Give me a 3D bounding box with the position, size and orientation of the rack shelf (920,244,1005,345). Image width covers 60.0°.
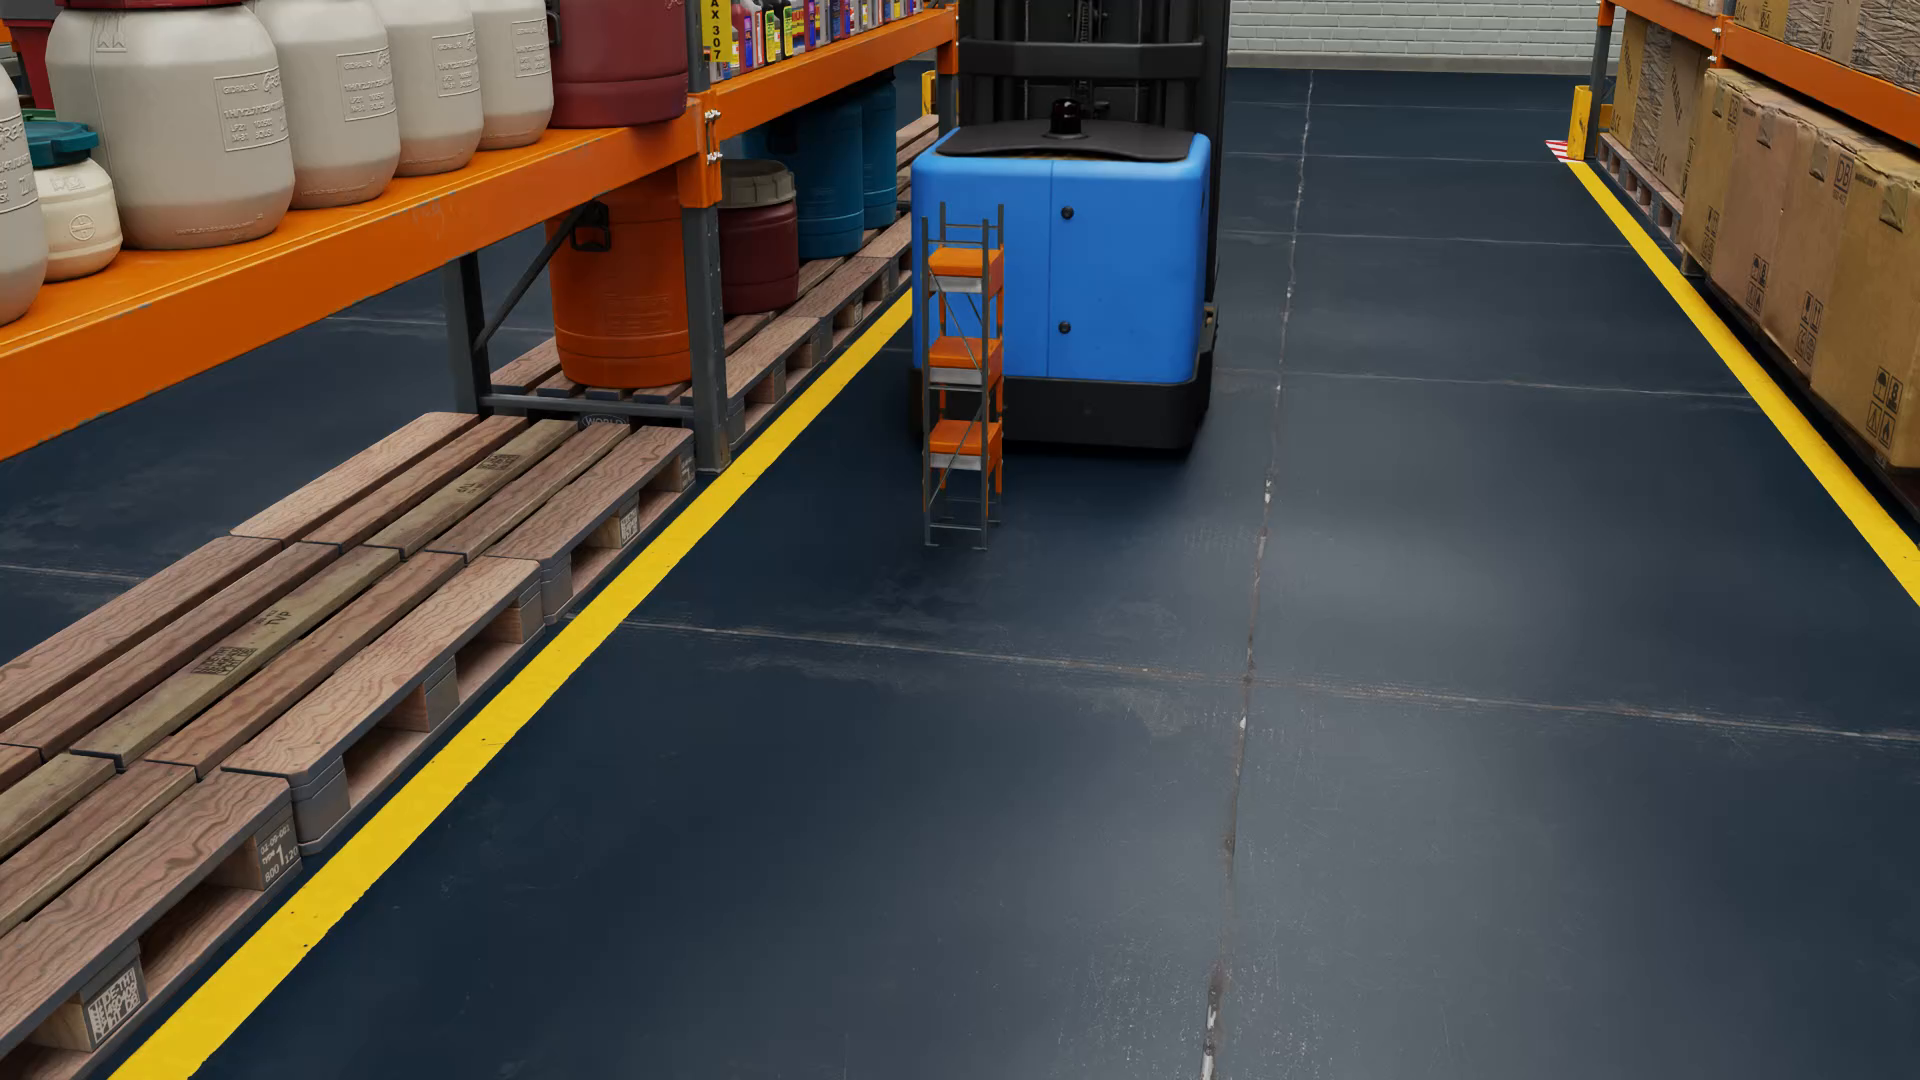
[{"bbox_3d":[0.011,-0.760,5.104,0.215,0.259,0.240,4,22,11],"label":"rack shelf"}]

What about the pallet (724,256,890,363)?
[{"bbox_3d":[-0.959,-1.123,7.859,1.003,0.211,1.213,4,22,11],"label":"pallet"}]

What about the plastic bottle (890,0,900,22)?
[{"bbox_3d":[-0.381,-2.759,8.254,0.144,0.351,0.185,4,22,11],"label":"plastic bottle"}]

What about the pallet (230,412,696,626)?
[{"bbox_3d":[-1.526,-0.106,5.334,1.003,0.211,1.213,4,22,11],"label":"pallet"}]

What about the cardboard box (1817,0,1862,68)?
[{"bbox_3d":[3.692,-2.106,6.434,0.500,0.500,0.500,5,22,12],"label":"cardboard box"}]

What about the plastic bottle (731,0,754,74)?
[{"bbox_3d":[-0.814,-1.876,6.153,0.061,0.283,0.133,4,22,11],"label":"plastic bottle"}]

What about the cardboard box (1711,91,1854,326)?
[{"bbox_3d":[4.042,-1.412,7.126,1.225,0.875,0.875,4,22,9],"label":"cardboard box"}]

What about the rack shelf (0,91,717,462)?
[{"bbox_3d":[-1.738,-0.615,3.828,1.077,0.370,4.000,4,22,11],"label":"rack shelf"}]

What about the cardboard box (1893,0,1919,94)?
[{"bbox_3d":[3.484,-1.730,5.500,0.500,0.500,0.500,4,22,10],"label":"cardboard box"}]

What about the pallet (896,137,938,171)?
[{"bbox_3d":[-0.155,-2.569,11.449,1.003,0.211,1.213,4,22,11],"label":"pallet"}]

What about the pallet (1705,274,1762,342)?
[{"bbox_3d":[4.251,-1.184,8.010,1.003,0.211,1.213,4,22,11],"label":"pallet"}]

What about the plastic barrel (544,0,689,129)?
[{"bbox_3d":[-1.128,-1.550,5.005,0.600,0.536,0.708,4,22,11],"label":"plastic barrel"}]

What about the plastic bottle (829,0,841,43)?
[{"bbox_3d":[-0.606,-2.356,7.254,0.144,0.351,0.185,4,22,11],"label":"plastic bottle"}]

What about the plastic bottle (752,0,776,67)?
[{"bbox_3d":[-0.759,-1.974,6.396,0.061,0.283,0.133,4,22,11],"label":"plastic bottle"}]

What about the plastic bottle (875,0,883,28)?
[{"bbox_3d":[-0.455,-2.598,7.956,0.152,0.276,0.135,4,22,11],"label":"plastic bottle"}]

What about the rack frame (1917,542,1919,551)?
[{"bbox_3d":[3.519,-1.302,4.572,1.000,3.000,0.127,4,22,11],"label":"rack frame"}]

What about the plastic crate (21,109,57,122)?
[{"bbox_3d":[-2.067,-0.777,3.552,0.450,0.188,0.662,4,22,11],"label":"plastic crate"}]

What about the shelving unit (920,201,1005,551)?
[{"bbox_3d":[0.011,-0.507,5.206,0.215,1.050,0.252,4,22,11],"label":"shelving unit"}]

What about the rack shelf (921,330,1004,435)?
[{"bbox_3d":[0.011,-0.497,5.210,0.215,0.259,0.240,4,22,11],"label":"rack shelf"}]

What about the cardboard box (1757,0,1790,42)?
[{"bbox_3d":[3.895,-2.478,7.359,0.500,0.500,0.500,4,22,11],"label":"cardboard box"}]

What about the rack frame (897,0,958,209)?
[{"bbox_3d":[-0.514,-3.143,9.142,1.000,3.000,0.127,4,22,11],"label":"rack frame"}]

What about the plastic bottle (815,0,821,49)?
[{"bbox_3d":[-0.639,-2.217,7.014,0.097,0.271,0.097,0,22,0],"label":"plastic bottle"}]

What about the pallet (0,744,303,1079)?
[{"bbox_3d":[-2.024,0.786,3.119,1.003,0.211,1.213,4,22,11],"label":"pallet"}]

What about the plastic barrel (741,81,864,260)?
[{"bbox_3d":[-0.786,-1.908,8.322,0.600,0.901,0.708,4,22,11],"label":"plastic barrel"}]

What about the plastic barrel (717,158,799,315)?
[{"bbox_3d":[-1.017,-1.349,7.355,0.600,0.588,0.708,4,22,11],"label":"plastic barrel"}]

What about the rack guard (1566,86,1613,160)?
[{"bbox_3d":[5.156,-3.077,12.325,1.175,0.500,0.348,4,22,11],"label":"rack guard"}]

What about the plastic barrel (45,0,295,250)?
[{"bbox_3d":[-1.587,-0.882,3.345,0.433,0.535,0.433,0,22,0],"label":"plastic barrel"}]

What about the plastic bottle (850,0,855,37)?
[{"bbox_3d":[-0.527,-2.385,7.527,0.097,0.201,0.097,0,22,0],"label":"plastic bottle"}]

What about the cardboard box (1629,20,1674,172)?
[{"bbox_3d":[4.913,-2.864,10.733,0.875,0.875,0.875,4,22,11],"label":"cardboard box"}]

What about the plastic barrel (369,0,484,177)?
[{"bbox_3d":[-1.417,-1.185,4.132,0.421,0.512,0.421,0,22,0],"label":"plastic barrel"}]

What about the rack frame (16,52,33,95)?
[{"bbox_3d":[-5.362,-3.522,10.083,1.000,3.000,0.127,4,22,11],"label":"rack frame"}]

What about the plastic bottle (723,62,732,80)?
[{"bbox_3d":[-0.875,-1.794,5.965,0.097,0.271,0.097,0,22,0],"label":"plastic bottle"}]

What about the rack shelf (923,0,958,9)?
[{"bbox_3d":[-0.106,-3.541,11.092,1.077,0.370,4.000,4,22,11],"label":"rack shelf"}]

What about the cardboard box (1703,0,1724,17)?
[{"bbox_3d":[4.076,-2.785,8.590,0.380,0.149,0.250,5,22,11],"label":"cardboard box"}]

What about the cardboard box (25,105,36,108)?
[{"bbox_3d":[-5.182,-2.364,9.965,0.500,0.500,0.500,4,22,11],"label":"cardboard box"}]

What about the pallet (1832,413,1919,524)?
[{"bbox_3d":[3.753,-0.291,5.795,1.003,0.211,1.213,4,22,11],"label":"pallet"}]

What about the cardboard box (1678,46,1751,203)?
[{"bbox_3d":[4.548,-2.210,9.107,0.875,0.875,0.875,4,22,11],"label":"cardboard box"}]

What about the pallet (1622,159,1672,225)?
[{"bbox_3d":[4.813,-2.191,10.512,1.003,0.211,1.213,4,22,11],"label":"pallet"}]

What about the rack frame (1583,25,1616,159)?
[{"bbox_3d":[5.151,-4.228,11.837,1.000,3.000,0.127,4,22,11],"label":"rack frame"}]

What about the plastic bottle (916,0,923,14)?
[{"bbox_3d":[-0.278,-2.916,8.746,0.152,0.276,0.135,4,22,11],"label":"plastic bottle"}]

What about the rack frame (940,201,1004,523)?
[{"bbox_3d":[0.036,-0.551,5.317,0.200,1.050,0.008,4,22,11],"label":"rack frame"}]

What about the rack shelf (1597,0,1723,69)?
[{"bbox_3d":[4.743,-3.163,10.155,1.077,0.370,4.000,4,22,11],"label":"rack shelf"}]

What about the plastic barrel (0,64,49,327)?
[{"bbox_3d":[-1.736,-0.613,2.679,0.433,0.535,0.433,0,22,0],"label":"plastic barrel"}]

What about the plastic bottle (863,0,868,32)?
[{"bbox_3d":[-0.480,-2.470,7.738,0.097,0.201,0.097,0,22,0],"label":"plastic bottle"}]

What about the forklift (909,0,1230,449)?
[{"bbox_3d":[0.579,-2.205,6.904,1.130,2.935,3.031,4,22,9],"label":"forklift"}]

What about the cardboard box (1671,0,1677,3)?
[{"bbox_3d":[4.286,-3.162,9.525,0.380,0.149,0.250,5,22,12],"label":"cardboard box"}]

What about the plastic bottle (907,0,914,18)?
[{"bbox_3d":[-0.280,-2.832,8.526,0.061,0.283,0.133,4,22,11],"label":"plastic bottle"}]

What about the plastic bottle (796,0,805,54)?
[{"bbox_3d":[-0.686,-2.132,6.805,0.097,0.271,0.097,0,22,0],"label":"plastic bottle"}]

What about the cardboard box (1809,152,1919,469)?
[{"bbox_3d":[3.680,-0.762,5.513,1.225,0.875,0.875,3,22,8],"label":"cardboard box"}]

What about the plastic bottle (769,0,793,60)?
[{"bbox_3d":[-0.712,-2.059,6.606,0.061,0.283,0.133,4,22,11],"label":"plastic bottle"}]

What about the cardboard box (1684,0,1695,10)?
[{"bbox_3d":[4.181,-2.973,9.057,0.380,0.149,0.250,4,22,10],"label":"cardboard box"}]
